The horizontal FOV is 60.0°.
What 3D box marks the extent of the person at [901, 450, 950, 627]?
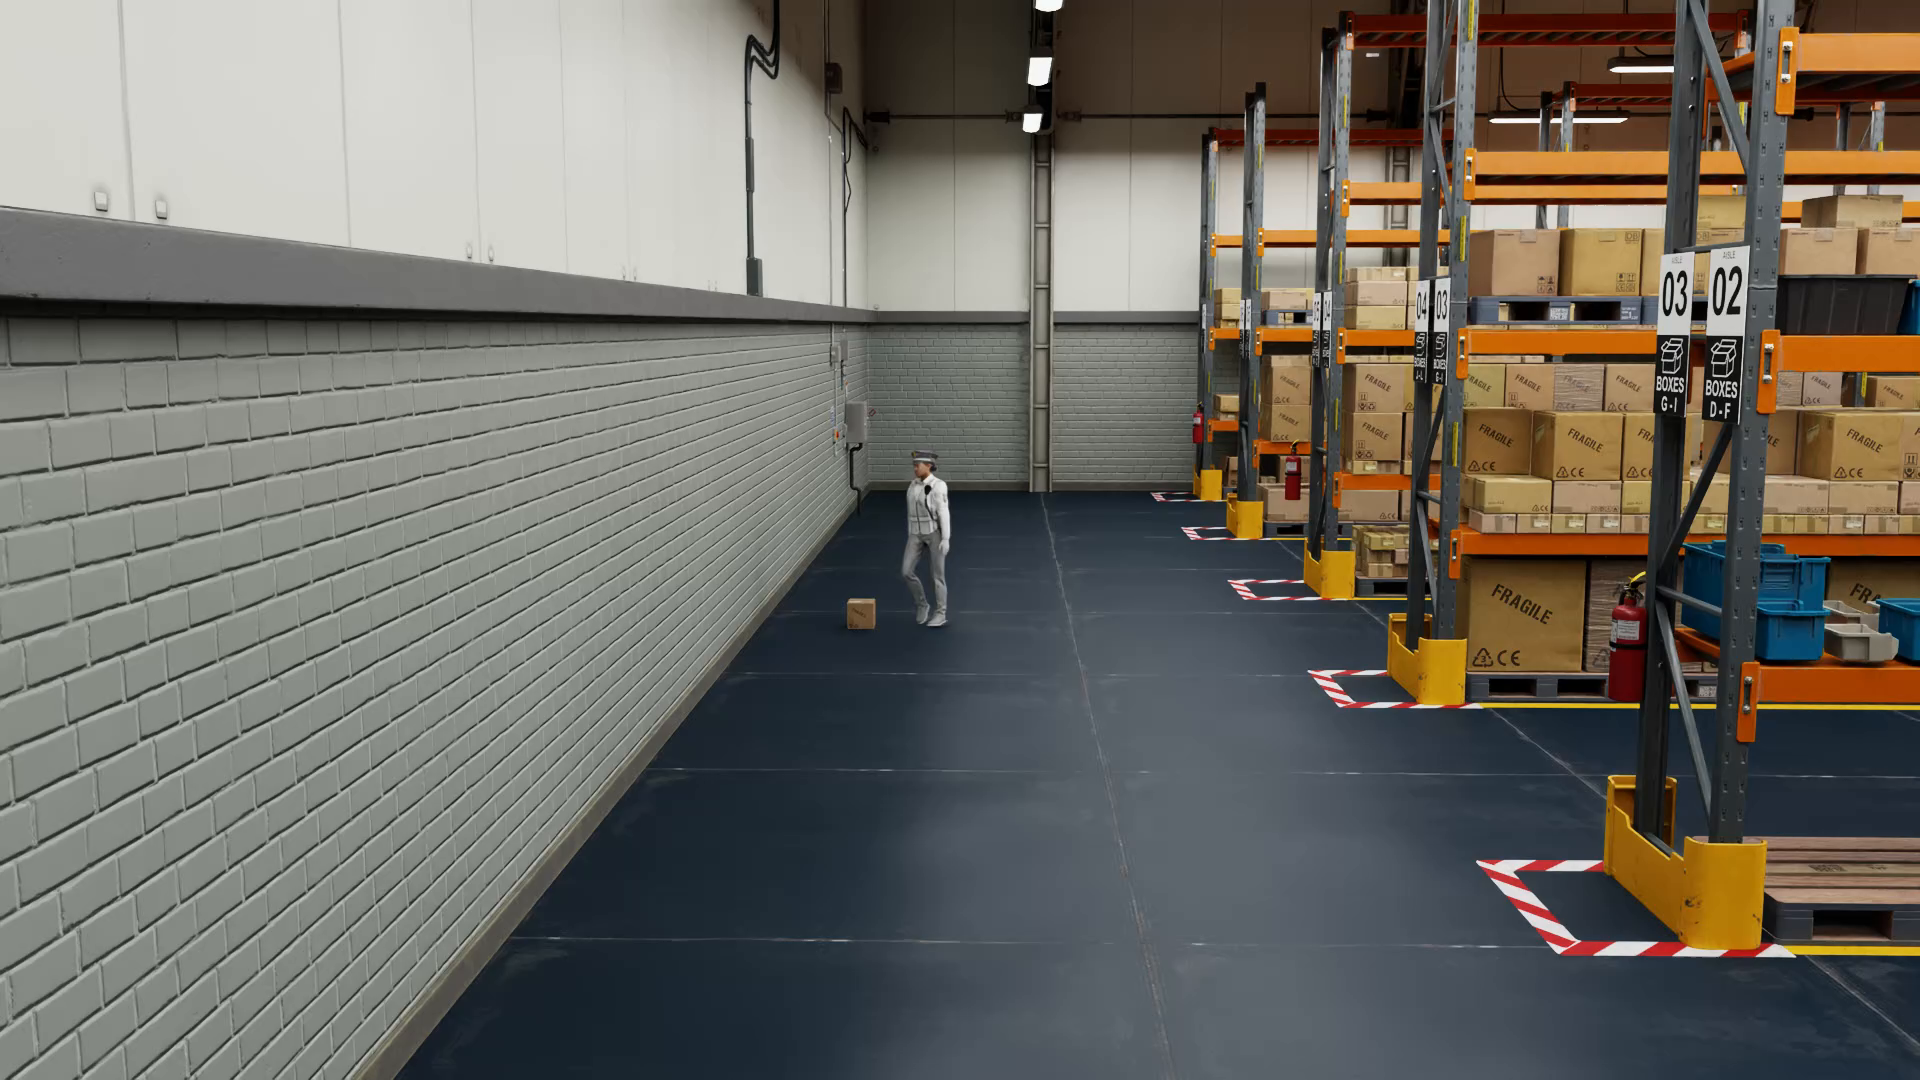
[{"bbox_3d":[-0.321,-0.015,15.798,0.524,1.673,0.409,6,9,37],"label":"person"}]
